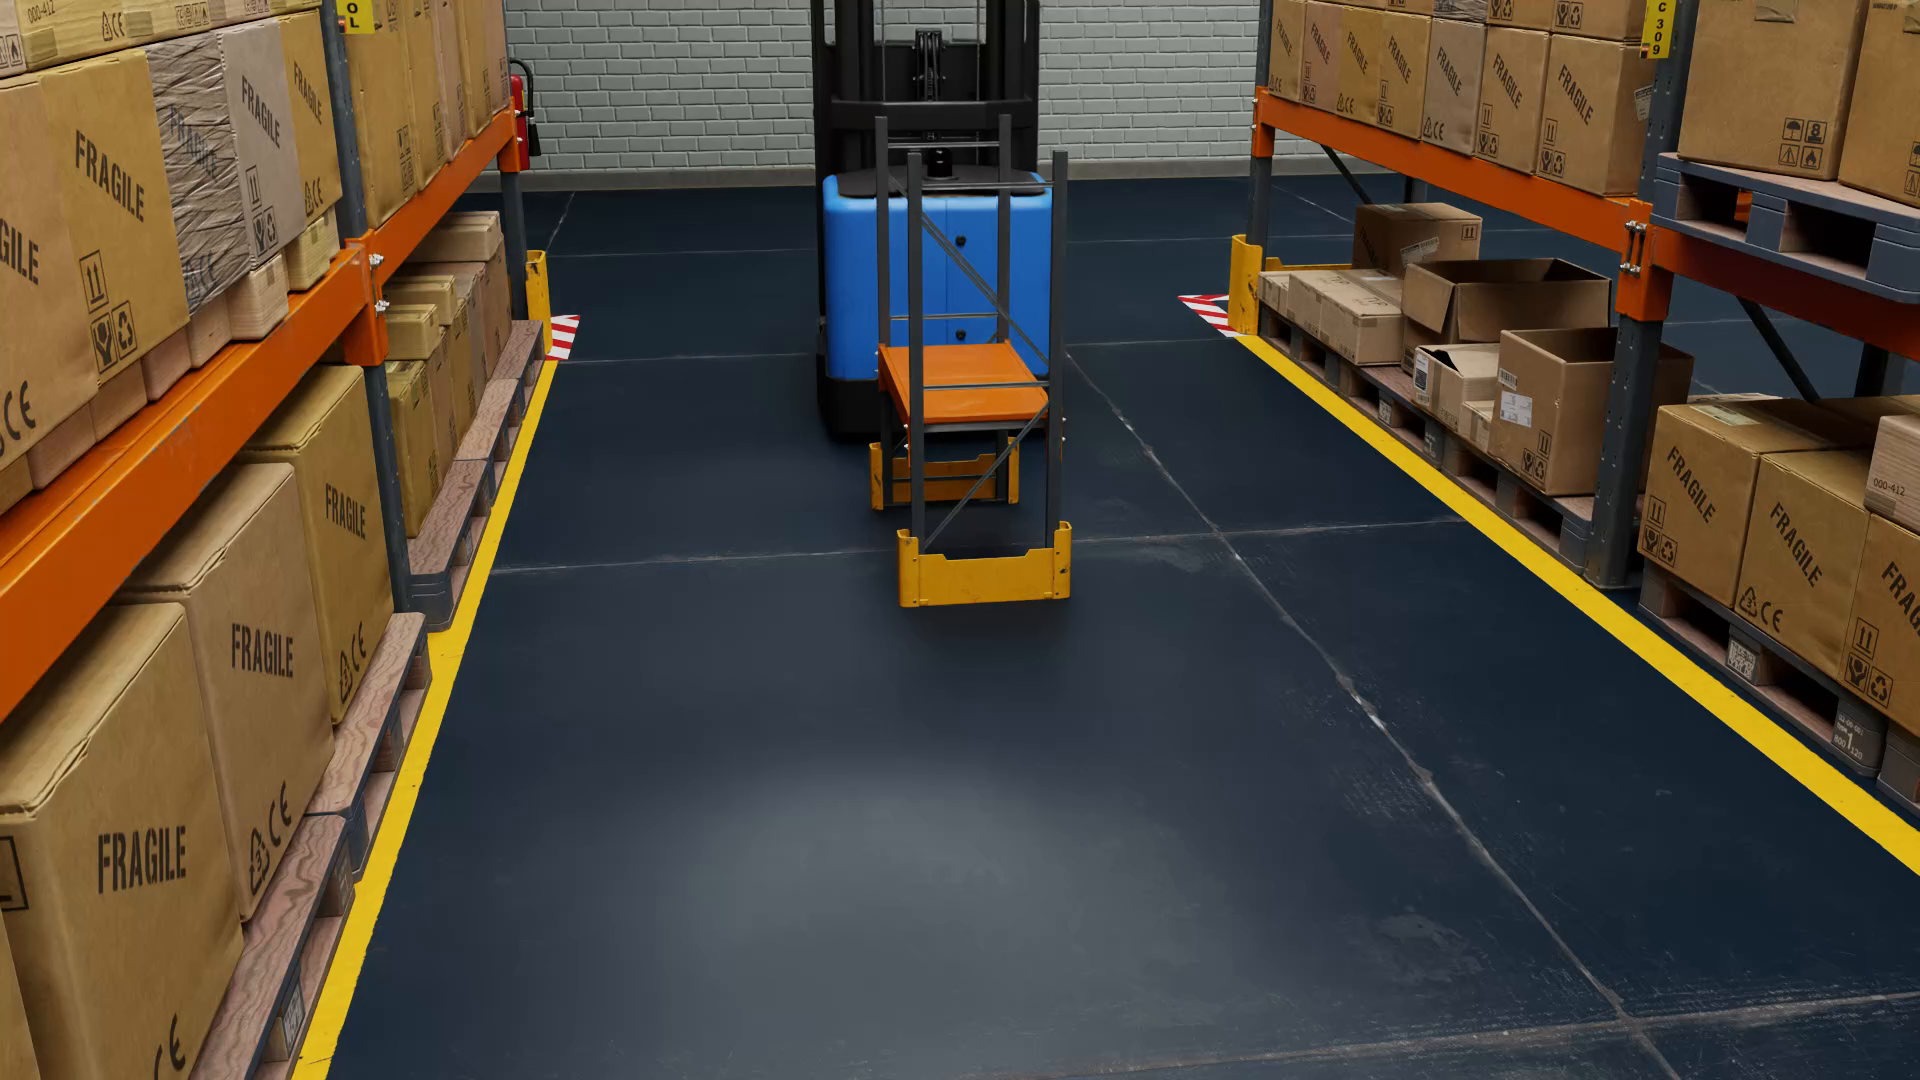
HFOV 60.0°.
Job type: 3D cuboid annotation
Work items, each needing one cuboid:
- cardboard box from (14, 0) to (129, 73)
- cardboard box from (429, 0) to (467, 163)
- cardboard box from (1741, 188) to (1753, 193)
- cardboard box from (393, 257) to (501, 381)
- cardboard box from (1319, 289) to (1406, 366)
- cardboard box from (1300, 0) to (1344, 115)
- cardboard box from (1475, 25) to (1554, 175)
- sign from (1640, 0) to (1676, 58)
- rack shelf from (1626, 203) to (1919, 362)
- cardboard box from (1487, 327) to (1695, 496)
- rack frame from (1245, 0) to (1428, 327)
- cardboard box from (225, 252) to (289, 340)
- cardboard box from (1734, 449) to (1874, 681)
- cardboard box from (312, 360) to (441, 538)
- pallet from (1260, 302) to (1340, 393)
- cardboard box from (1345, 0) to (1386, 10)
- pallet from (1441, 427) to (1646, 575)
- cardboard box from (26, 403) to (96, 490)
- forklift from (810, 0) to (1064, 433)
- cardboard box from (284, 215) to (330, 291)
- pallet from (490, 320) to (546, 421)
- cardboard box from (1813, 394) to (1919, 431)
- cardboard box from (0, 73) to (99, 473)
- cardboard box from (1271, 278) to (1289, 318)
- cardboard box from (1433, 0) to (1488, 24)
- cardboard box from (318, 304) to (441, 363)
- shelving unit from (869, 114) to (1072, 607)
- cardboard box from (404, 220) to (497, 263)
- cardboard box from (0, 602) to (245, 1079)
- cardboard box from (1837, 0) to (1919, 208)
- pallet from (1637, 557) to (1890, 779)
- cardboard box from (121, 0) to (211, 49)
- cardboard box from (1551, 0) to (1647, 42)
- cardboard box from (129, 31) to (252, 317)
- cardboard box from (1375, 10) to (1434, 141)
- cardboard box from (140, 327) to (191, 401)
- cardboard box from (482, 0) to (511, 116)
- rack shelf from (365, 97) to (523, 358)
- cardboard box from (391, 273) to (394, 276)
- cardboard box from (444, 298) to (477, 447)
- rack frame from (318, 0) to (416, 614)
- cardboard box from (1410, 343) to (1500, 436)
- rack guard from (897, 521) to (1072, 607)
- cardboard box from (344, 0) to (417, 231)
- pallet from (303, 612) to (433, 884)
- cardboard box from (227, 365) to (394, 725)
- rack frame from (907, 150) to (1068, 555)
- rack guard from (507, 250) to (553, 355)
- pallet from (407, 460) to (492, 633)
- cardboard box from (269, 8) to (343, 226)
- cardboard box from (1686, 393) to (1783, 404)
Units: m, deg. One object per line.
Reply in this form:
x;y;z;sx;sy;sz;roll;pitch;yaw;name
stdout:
-1.678;-0.888;2.638;0.500;0.250;0.500;-3;21;-9;cardboard box
-2.486;-1.854;6.465;0.980;0.700;0.700;-4;21;-10;cardboard box
2.888;-1.509;5.826;0.500;0.500;0.500;-2;21;-6;cardboard box
-2.514;-1.021;7.634;0.700;0.500;0.500;-3;21;-8;cardboard box
2.057;-1.026;7.977;0.500;0.250;0.500;-3;21;-8;cardboard box
1.998;-2.358;8.100;0.500;0.500;0.500;-3;21;-8;cardboard box
2.290;-1.657;6.223;0.500;0.500;0.500;-2;21;-6;cardboard box
2.156;-1.647;5.102;0.100;0.325;0.005;-3;21;-8;sign
2.980;-0.242;3.606;1.077;0.370;4.000;-3;21;-8;rack shelf
2.329;-0.490;6.184;0.500;0.500;0.500;-3;21;-8;cardboard box
2.115;-2.657;9.042;1.000;3.000;0.127;-3;21;-8;rack frame
-1.732;-0.543;3.713;0.380;0.149;0.250;-3;21;-8;cardboard box
2.608;0.057;4.720;0.500;0.500;0.500;-3;21;-7;cardboard box
-2.216;-0.310;5.732;0.700;0.500;0.500;-3;21;-7;cardboard box
2.242;-1.048;8.720;1.003;0.211;1.213;-3;21;-8;pallet
2.068;-2.651;7.454;0.500;0.500;0.500;-3;21;-7;cardboard box
2.593;-0.203;6.459;1.003;0.211;1.213;-3;21;-8;pallet
-1.683;-0.184;2.751;0.380;0.149;0.250;-3;21;-7;cardboard box
-0.188;-2.313;8.220;1.130;2.935;3.031;-2;21;-5;forklift
-1.821;-0.723;4.196;0.380;0.149;0.250;-3;21;-7;cardboard box
-2.594;-0.826;8.127;1.003;0.211;1.213;-3;21;-8;pallet
3.046;-0.150;5.276;0.500;0.500;0.500;-3;21;-8;cardboard box
-1.587;-0.366;2.312;0.500;0.500;0.500;-3;21;-8;cardboard box
1.871;-1.287;8.794;0.380;0.166;0.250;-3;21;-8;cardboard box
2.213;-2.301;6.517;0.500;0.500;0.500;-3;21;-7;cardboard box
-2.085;-0.742;5.961;0.380;0.149;0.250;-2;21;-6;cardboard box
0.011;-0.676;5.883;0.587;1.500;1.083;-3;21;-8;shelving unit
-2.350;-1.374;7.653;0.380;0.149;0.250;-2;21;-6;cardboard box
-1.729;0.610;2.768;0.750;0.750;0.750;-3;21;-8;cardboard box
2.700;-1.105;4.145;0.700;0.500;0.500;0;20;1;cardboard box
2.846;0.314;5.073;1.003;0.211;1.213;-3;21;-8;pallet
-1.752;-1.064;3.111;0.500;0.250;0.500;-3;21;-7;cardboard box
2.362;-1.949;5.575;0.500;0.500;0.500;-3;21;-7;cardboard box
-1.747;-0.718;3.256;0.500;0.500;0.500;-3;21;-8;cardboard box
2.137;-2.011;7.171;0.500;0.500;0.500;-3;21;-7;cardboard box
-1.741;-0.367;3.243;0.380;0.149;0.250;-3;21;-9;cardboard box
-2.703;-2.370;7.846;0.980;0.700;0.700;-2;21;-5;cardboard box
-2.498;-1.376;6.641;1.077;0.370;4.000;-3;21;-8;rack shelf
-2.656;-1.181;7.136;0.380;0.149;0.250;-3;21;-7;cardboard box
-2.357;-0.662;6.675;0.700;0.500;0.500;-2;21;-6;cardboard box
-2.210;-1.021;4.661;1.000;3.000;0.127;-3;21;-8;rack frame
2.221;-0.661;6.912;0.500;0.311;0.500;-3;21;-8;cardboard box
0.083;0.082;5.640;0.587;0.250;0.087;-3;21;-8;rack guard
-2.272;-1.350;5.114;0.980;0.700;0.700;-3;21;-7;cardboard box
-2.024;0.549;4.444;1.003;0.211;1.213;-3;21;-8;pallet
-1.988;0.008;4.379;0.750;0.750;0.750;-3;21;-7;cardboard box
0.086;-0.497;5.403;0.500;1.500;0.032;-3;21;-8;rack frame
-2.790;-1.243;8.829;1.175;0.500;0.348;-3;21;-8;rack guard
-2.242;0.019;5.865;1.003;0.211;1.213;-3;21;-8;pallet
-1.894;-1.069;4.195;0.500;0.500;0.500;-3;21;-9;cardboard box
2.845;-0.374;6.146;0.500;0.311;0.500;-3;21;-8;cardboard box
